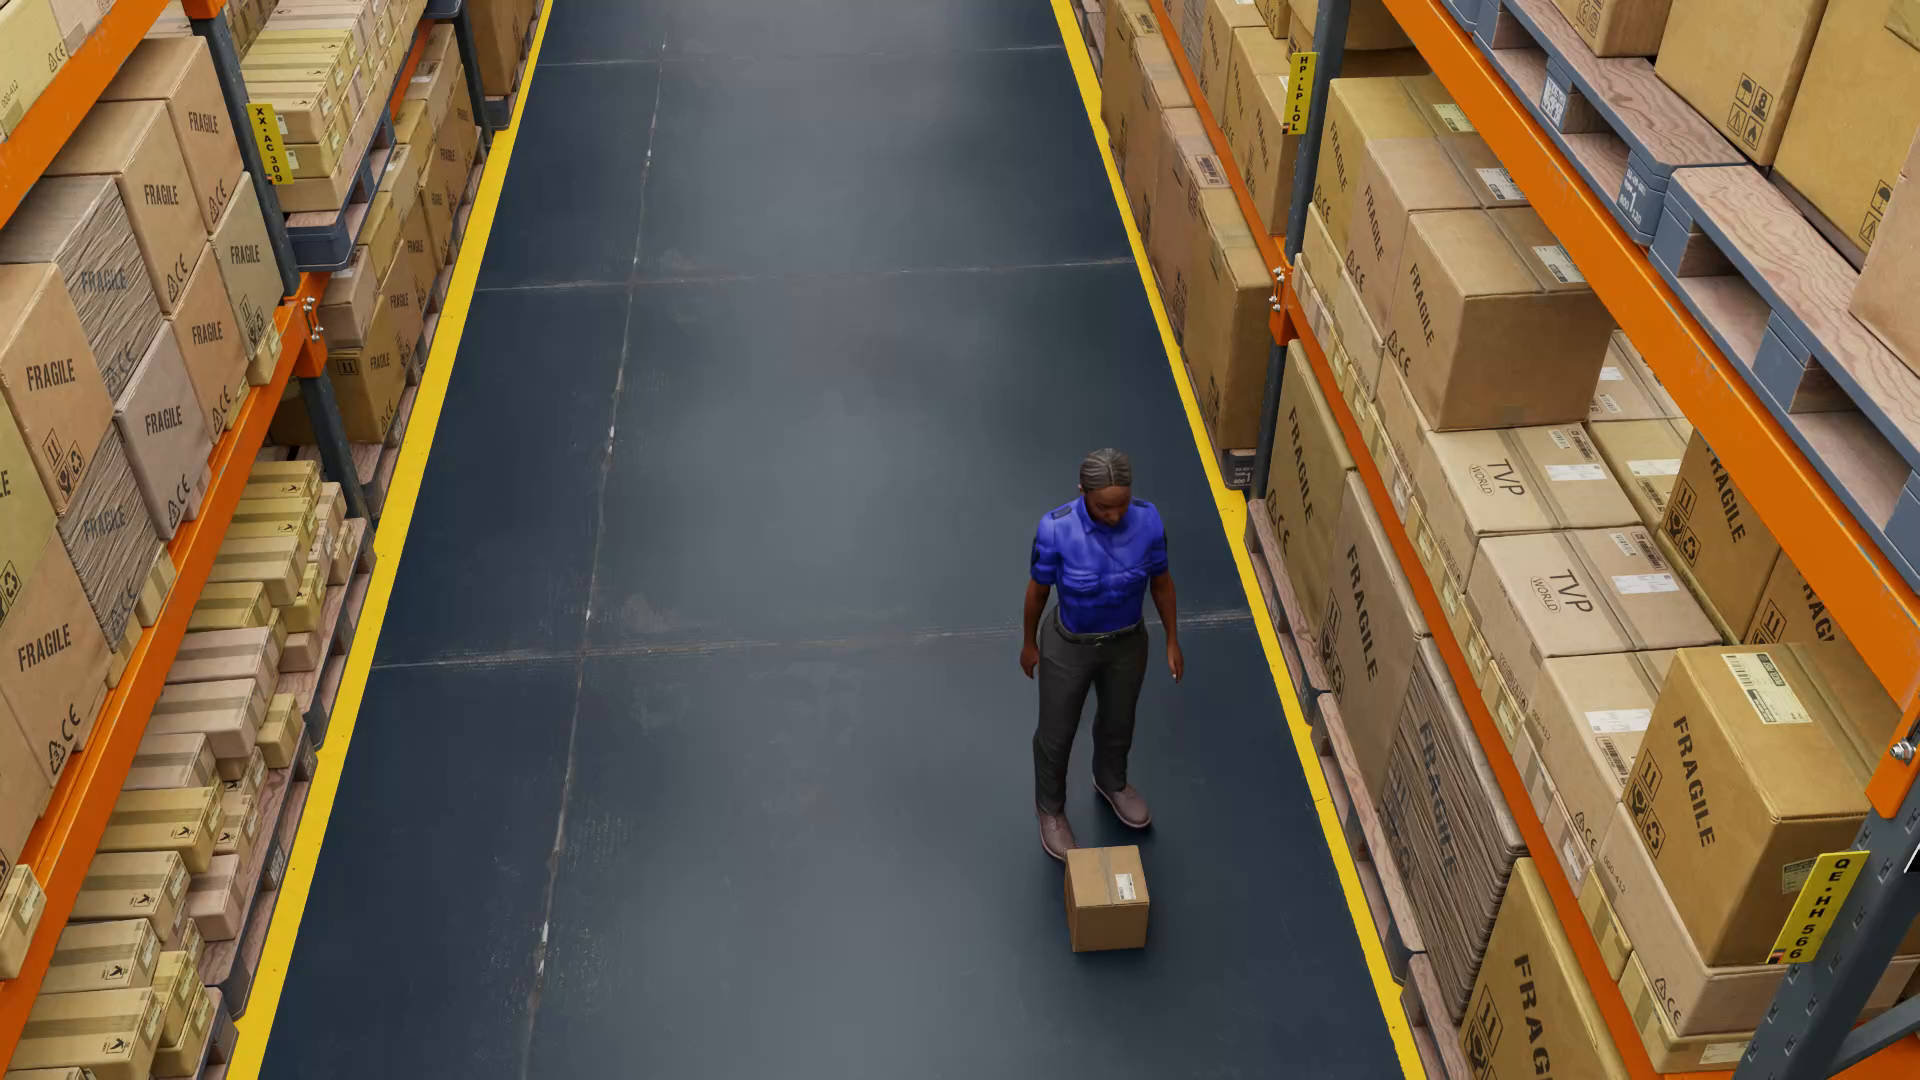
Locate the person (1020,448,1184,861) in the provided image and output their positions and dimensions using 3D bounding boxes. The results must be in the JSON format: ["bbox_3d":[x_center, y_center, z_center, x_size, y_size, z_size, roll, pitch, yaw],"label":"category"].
[{"bbox_3d":[0.496,0.384,5.665,0.542,1.674,0.370,-9,40,-11],"label":"person"}]
